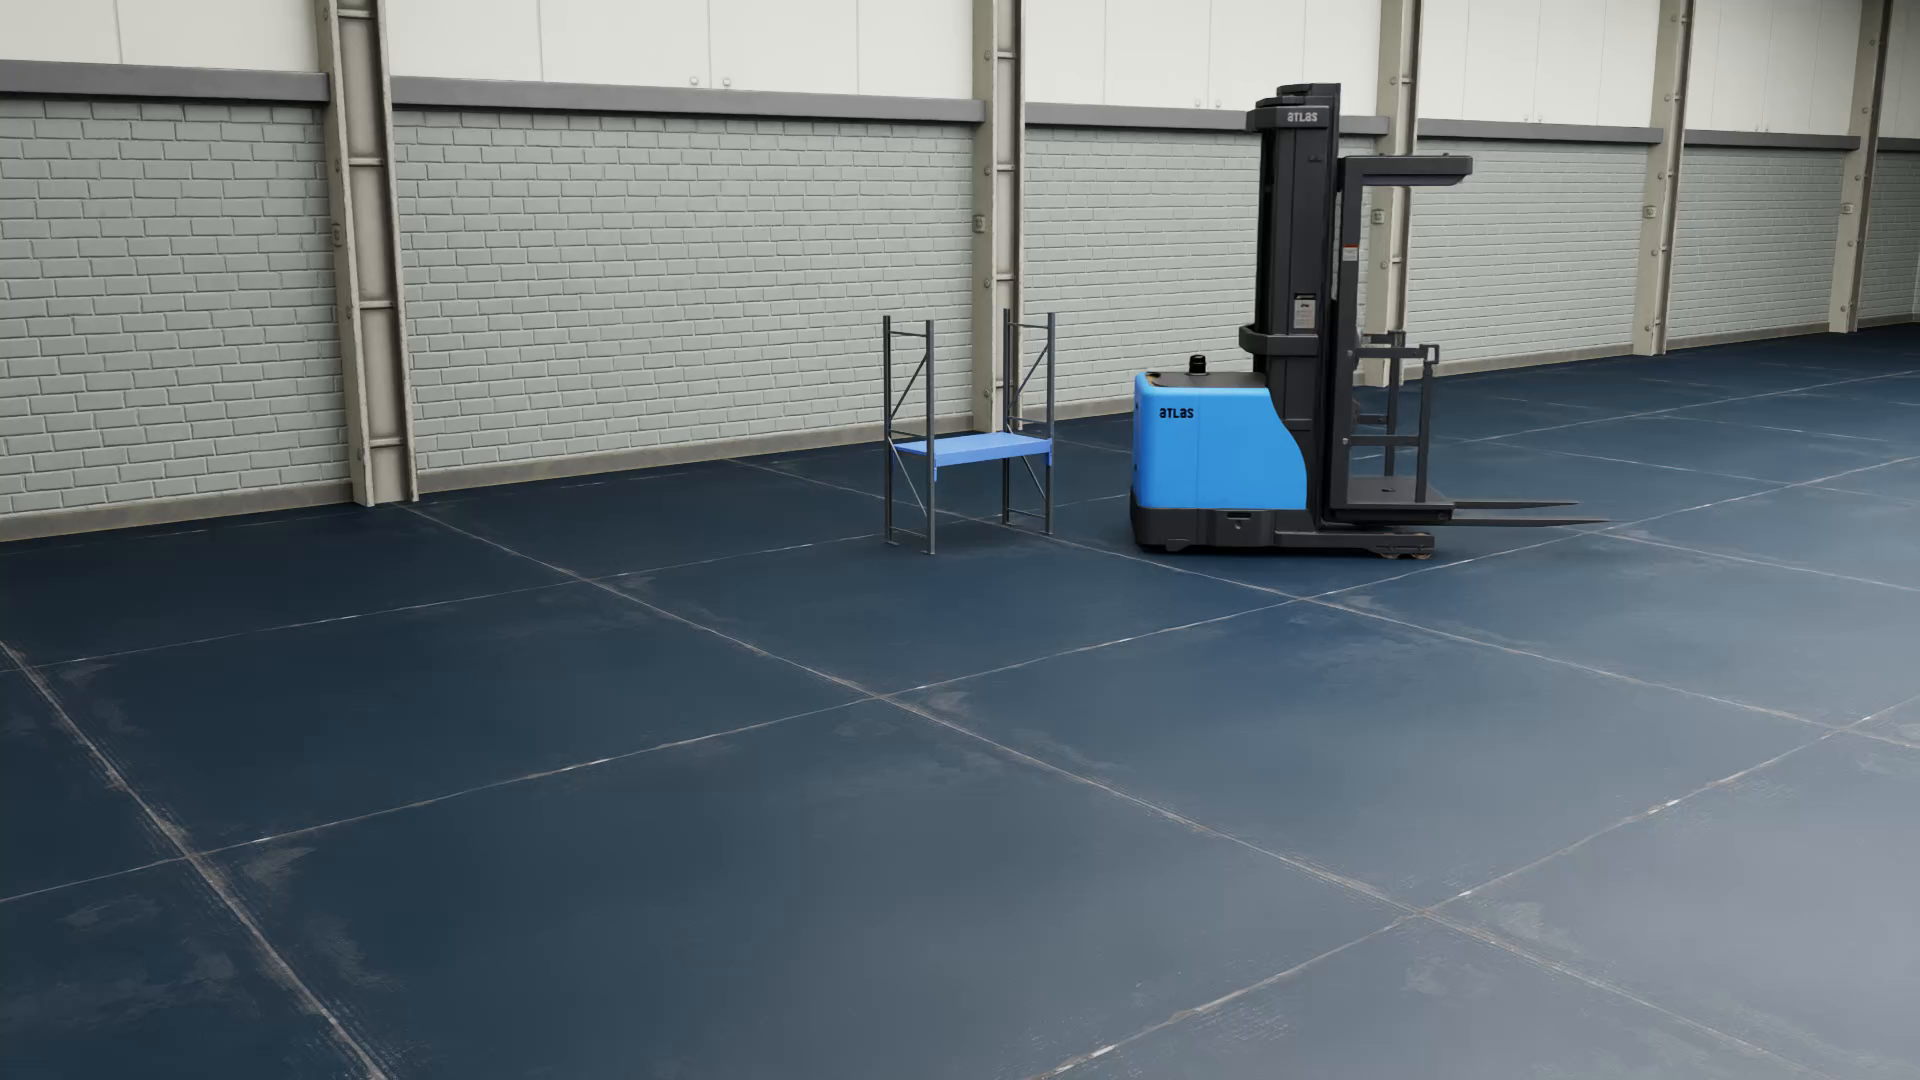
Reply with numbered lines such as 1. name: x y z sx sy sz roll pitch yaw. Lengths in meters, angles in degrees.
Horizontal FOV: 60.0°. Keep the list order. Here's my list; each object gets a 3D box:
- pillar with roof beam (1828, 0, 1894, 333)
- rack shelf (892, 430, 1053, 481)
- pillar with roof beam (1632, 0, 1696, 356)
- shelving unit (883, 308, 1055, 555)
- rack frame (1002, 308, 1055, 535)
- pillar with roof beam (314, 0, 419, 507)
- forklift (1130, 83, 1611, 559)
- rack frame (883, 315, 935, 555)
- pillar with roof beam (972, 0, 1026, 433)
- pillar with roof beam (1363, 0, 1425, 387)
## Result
1. pillar with roof beam: 17.106 -7.114 22.967 0.400 9.000 9.100 -9 15 -38
2. rack shelf: 0.067 -0.569 11.062 1.000 0.185 0.538 -9 15 -38
3. pillar with roof beam: 12.421 -6.335 19.300 0.400 9.000 9.100 -9 15 -38
4. shelving unit: 0.067 -0.745 11.025 1.048 1.500 0.538 -9 15 -38
5. rack frame: 0.464 -0.811 11.336 0.032 1.500 0.500 -9 15 -38
6. pillar with roof beam: -1.634 -4.000 8.301 0.400 9.000 9.100 -9 15 -38
7. forklift: 2.672 -1.426 10.787 3.031 2.935 1.130 1 12 3
8. rack frame: -0.330 -0.679 10.714 0.032 1.500 0.500 -9 15 -38
9. pillar with roof beam: 3.051 -4.778 11.967 0.400 9.000 9.100 -9 15 -38
10. pillar with roof beam: 7.736 -5.557 15.634 0.400 9.000 9.100 -9 15 -38
